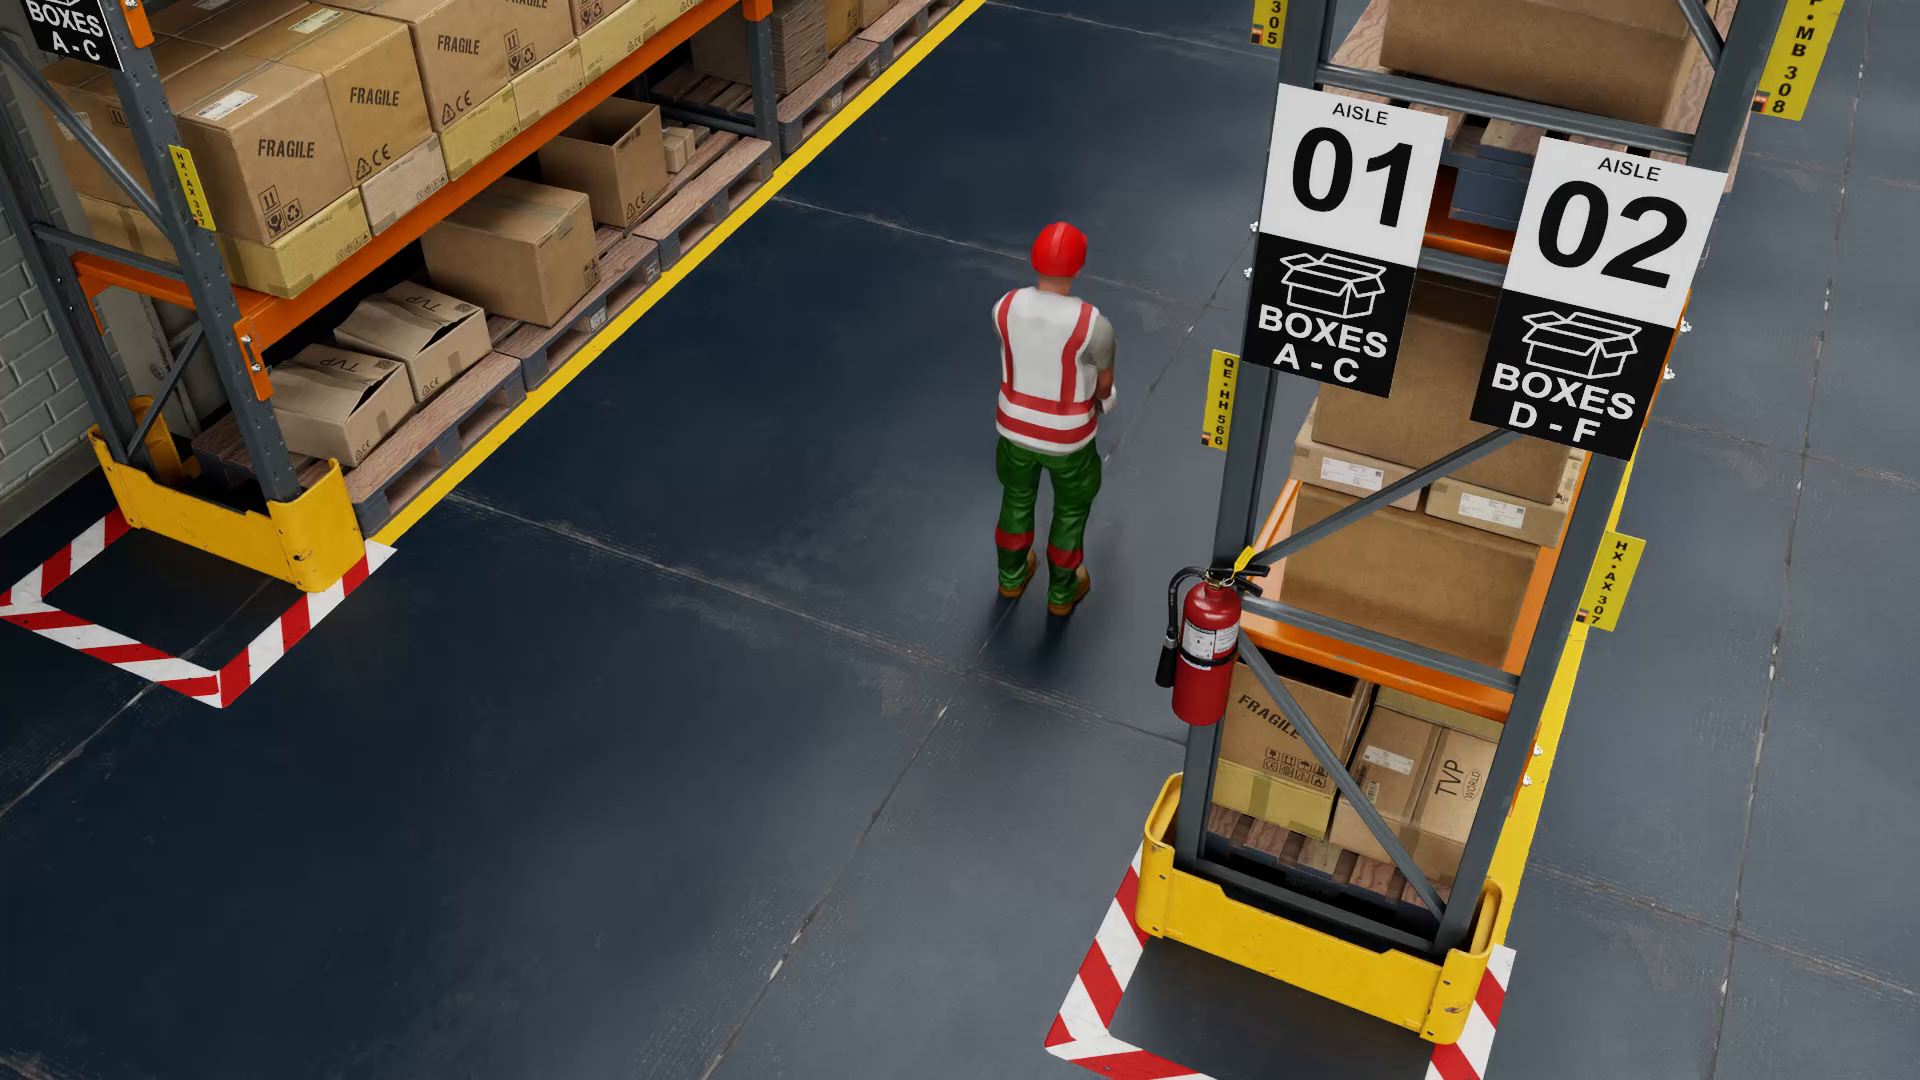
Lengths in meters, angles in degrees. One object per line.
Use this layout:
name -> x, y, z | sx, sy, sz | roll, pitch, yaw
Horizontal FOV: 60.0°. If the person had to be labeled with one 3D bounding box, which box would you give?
person -> 0.382, -0.510, 6.722 | 0.493, 1.779, 0.574 | 17, 44, 18
